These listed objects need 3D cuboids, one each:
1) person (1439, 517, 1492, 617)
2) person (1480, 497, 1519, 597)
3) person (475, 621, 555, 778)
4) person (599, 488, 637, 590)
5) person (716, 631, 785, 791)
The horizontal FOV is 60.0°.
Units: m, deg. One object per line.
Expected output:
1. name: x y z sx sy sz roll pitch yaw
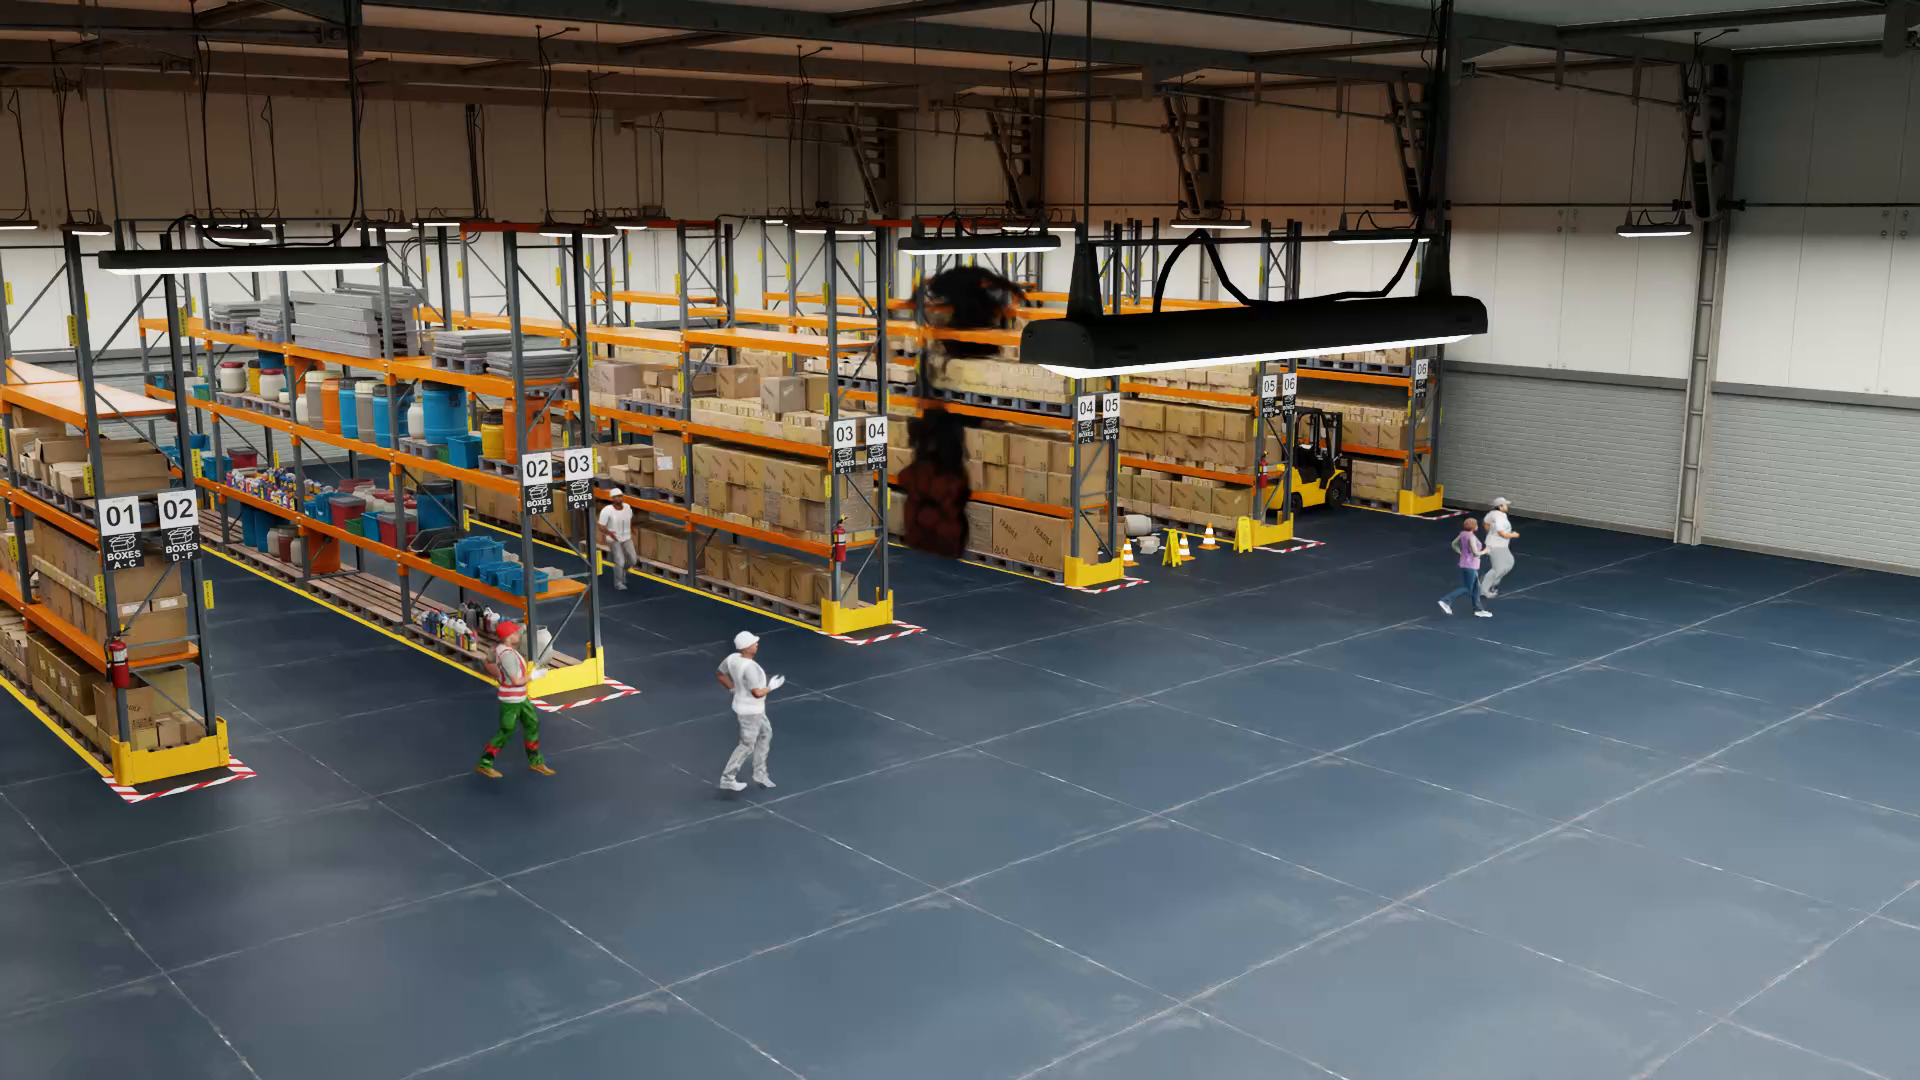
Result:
1. person: 7.838 0.426 25.670 0.882 1.578 0.543 0 11 -2
2. person: 8.772 0.121 27.084 0.604 1.662 0.667 2 12 9
3. person: -4.967 1.787 18.414 0.862 1.835 0.653 -3 12 -13
4. person: -5.617 -0.009 27.522 0.674 1.721 0.569 -9 15 -39
5. person: -2.277 1.882 18.039 0.742 1.838 0.657 -4 12 -19
